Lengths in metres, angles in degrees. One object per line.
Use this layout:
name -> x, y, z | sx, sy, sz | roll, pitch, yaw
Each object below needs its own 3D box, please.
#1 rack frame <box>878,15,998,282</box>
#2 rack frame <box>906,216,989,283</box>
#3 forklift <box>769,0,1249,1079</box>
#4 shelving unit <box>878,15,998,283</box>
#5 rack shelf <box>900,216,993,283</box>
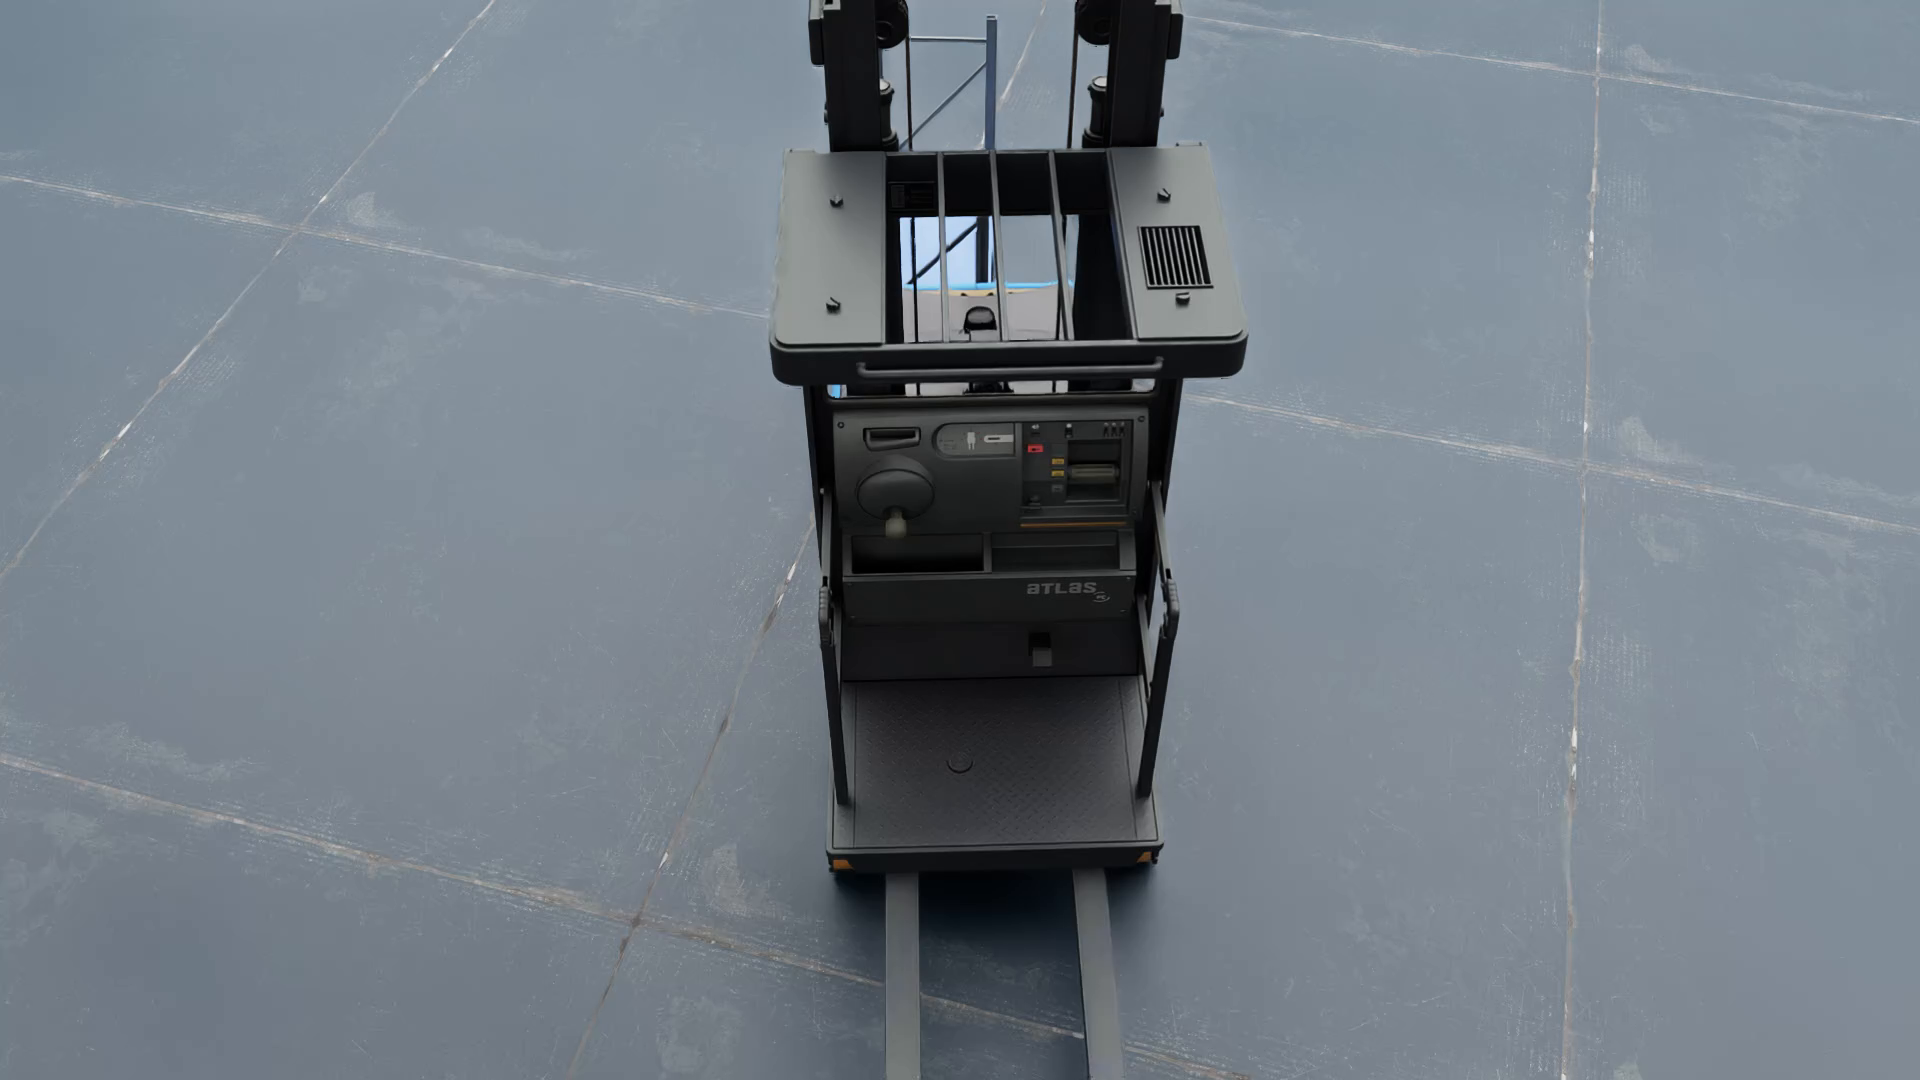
rack frame -> -0.104, -1.544, 7.032 | 0.500, 1.500, 0.032 | 2, 49, 2
rack frame -> -0.147, -0.783, 6.359 | 0.500, 1.500, 0.032 | 2, 49, 2
forklift -> 0.101, -0.100, 4.802 | 1.130, 2.935, 3.031 | -1, 49, -1
shelving unit -> -0.125, -1.164, 6.695 | 0.538, 1.500, 1.048 | 2, 49, 2
rack shelf -> -0.125, -1.045, 6.830 | 0.538, 0.185, 1.000 | 2, 49, 2
